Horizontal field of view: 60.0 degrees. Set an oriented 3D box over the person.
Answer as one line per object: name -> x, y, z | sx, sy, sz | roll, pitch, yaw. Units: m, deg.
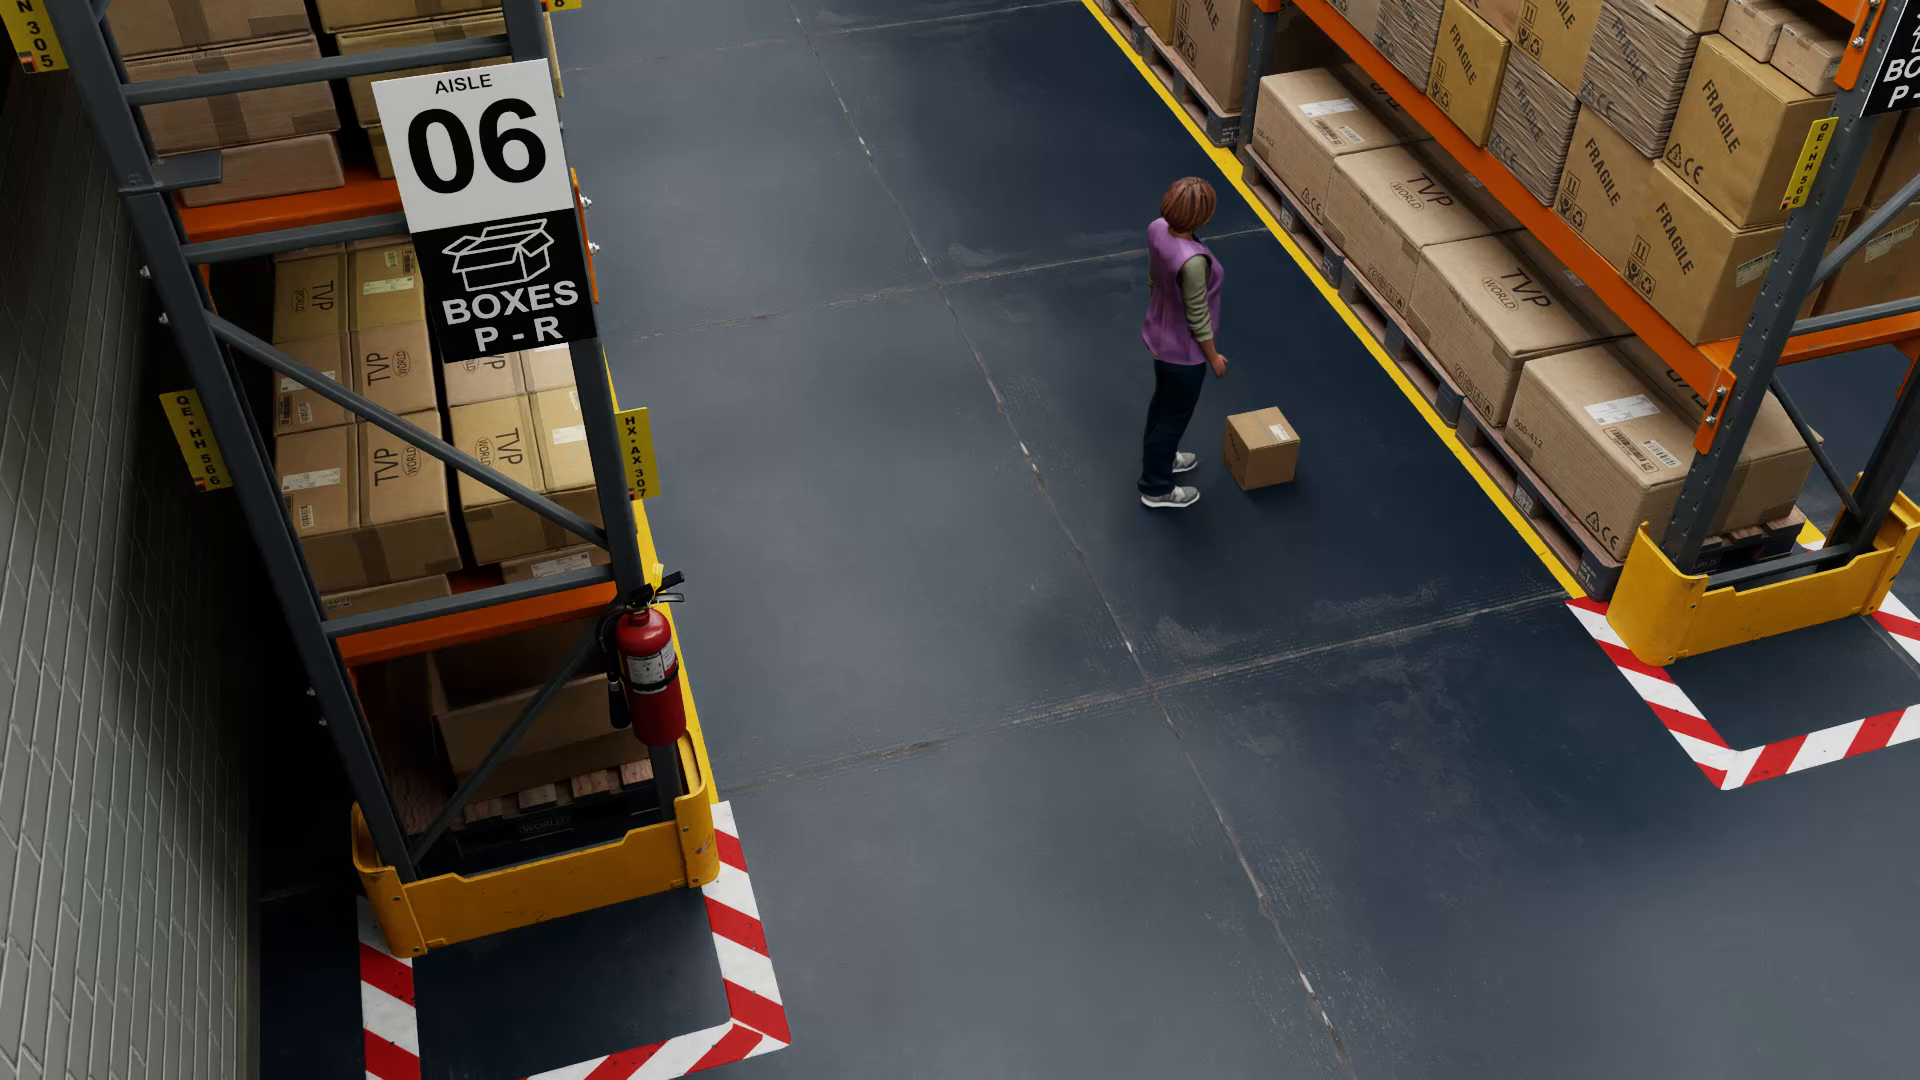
person -> 0.955, -0.832, 7.066 | 0.379, 1.613, 0.432 | -11, 44, -12
